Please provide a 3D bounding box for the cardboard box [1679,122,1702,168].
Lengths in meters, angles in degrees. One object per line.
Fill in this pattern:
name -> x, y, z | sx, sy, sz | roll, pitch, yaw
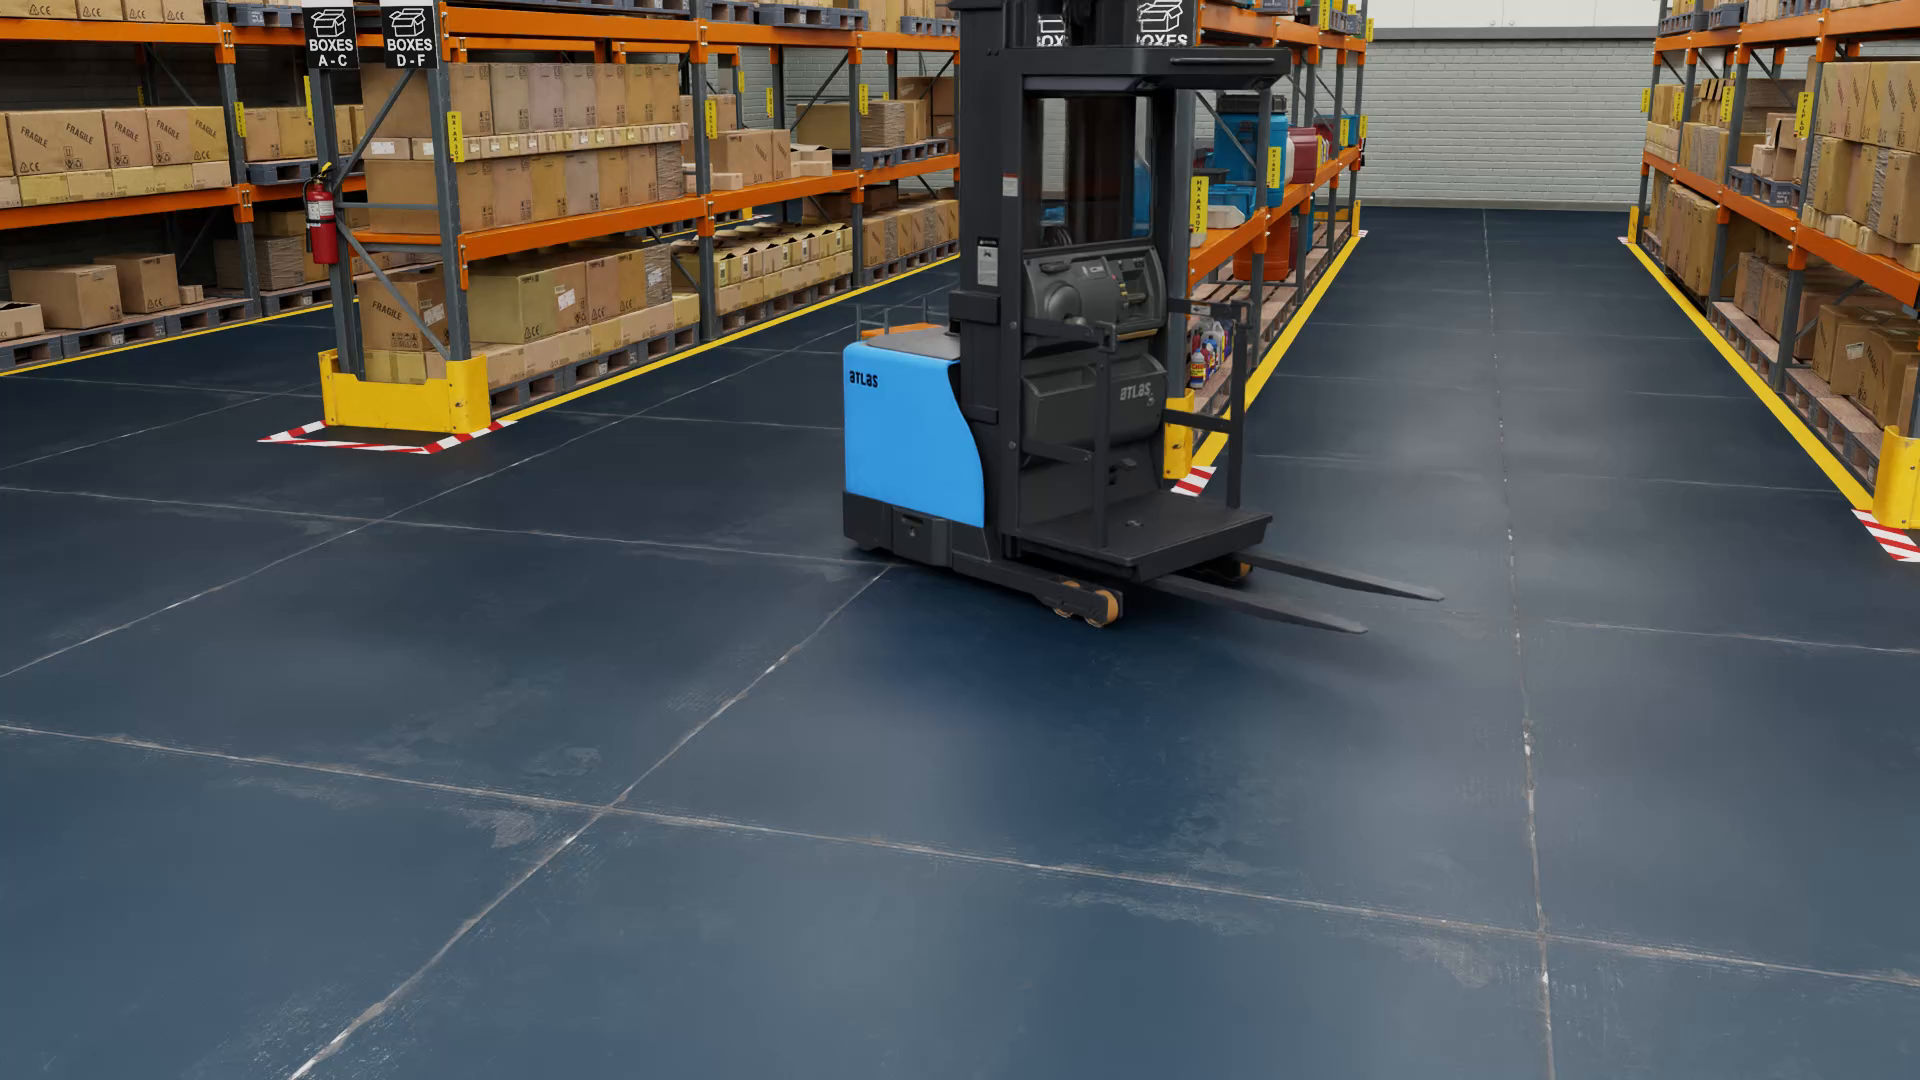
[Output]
cardboard box -> 8.664, -4.579, 19.293 | 0.500, 0.500, 0.500 | 5, 16, 16

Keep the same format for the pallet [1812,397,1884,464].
pallet -> 6.259, -0.699, 10.905 | 1.003, 0.211, 1.213 | 5, 16, 16

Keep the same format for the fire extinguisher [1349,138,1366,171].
fire extinguisher -> 5.901, -5.850, 24.782 | 0.296, 0.674, 0.183 | 5, 16, 16

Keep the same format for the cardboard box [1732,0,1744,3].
cardboard box -> 8.163, -5.676, 16.895 | 0.500, 0.500, 0.500 | 6, 17, 19

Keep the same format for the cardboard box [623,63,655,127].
cardboard box -> -2.998, -3.731, 13.927 | 0.700, 0.500, 0.500 | 5, 16, 16

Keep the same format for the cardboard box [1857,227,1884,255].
cardboard box -> 5.833, -1.863, 10.359 | 0.380, 0.149, 0.250 | 5, 16, 16

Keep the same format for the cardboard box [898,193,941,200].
cardboard box -> -0.572, -4.581, 23.258 | 0.500, 0.500, 0.500 | 5, 16, 16

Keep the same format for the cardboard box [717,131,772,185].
cardboard box -> -2.210, -3.825, 16.633 | 0.500, 0.500, 0.500 | 5, 16, 16

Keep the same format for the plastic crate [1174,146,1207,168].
plastic crate -> 1.856, -3.104, 14.159 | 0.402, 0.464, 0.583 | 5, 16, 16

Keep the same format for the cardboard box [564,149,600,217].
cardboard box -> -3.290, -2.836, 13.148 | 0.700, 0.500, 0.500 | 5, 17, 18

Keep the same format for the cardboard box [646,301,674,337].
cardboard box -> -2.810, -1.919, 14.367 | 0.500, 0.250, 0.500 | 5, 16, 16

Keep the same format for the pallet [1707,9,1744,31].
pallet -> 8.345, -5.403, 17.230 | 1.003, 0.211, 1.213 | 5, 17, 18

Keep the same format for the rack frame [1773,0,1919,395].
rack frame -> 6.761, -2.539, 12.283 | 1.000, 3.000, 0.127 | 5, 16, 16

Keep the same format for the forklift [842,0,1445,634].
forklift -> 0.786, -1.179, 7.614 | 1.130, 2.935, 3.031 | -15, 22, -43

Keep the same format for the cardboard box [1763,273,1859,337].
cardboard box -> 7.268, -1.977, 14.076 | 0.700, 0.500, 0.500 | 3, 16, 11

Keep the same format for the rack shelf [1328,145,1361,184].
rack shelf -> 4.854, -5.193, 22.959 | 1.077, 0.370, 4.000 | 5, 16, 16

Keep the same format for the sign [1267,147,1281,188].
sign -> 2.537, -3.010, 13.439 | 0.100, 0.325, 0.005 | 5, 16, 16

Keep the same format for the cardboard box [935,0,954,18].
cardboard box -> -0.086, -7.120, 22.298 | 0.500, 0.250, 0.500 | 5, 16, 16

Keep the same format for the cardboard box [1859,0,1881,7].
cardboard box -> 6.091, -3.544, 10.604 | 0.500, 0.250, 0.500 | 4, 16, 14

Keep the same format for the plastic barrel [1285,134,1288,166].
plastic barrel -> 2.826, -3.527, 15.517 | 0.433, 0.535, 0.433 | 0, 16, 0

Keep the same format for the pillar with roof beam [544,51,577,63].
pillar with roof beam -> -1.716, -8.587, 22.611 | 9.100, 9.000, 0.400 | 5, 16, 16

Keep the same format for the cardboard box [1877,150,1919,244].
cardboard box -> 5.834, -1.965, 9.533 | 0.875, 0.500, 0.500 | 5, 16, 16

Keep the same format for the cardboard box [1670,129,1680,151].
cardboard box -> 8.908, -4.839, 20.121 | 0.500, 0.250, 0.500 | 4, 16, 15

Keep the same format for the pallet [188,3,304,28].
pallet -> -7.209, -5.197, 16.502 | 1.213, 0.211, 1.003 | 5, 16, 16

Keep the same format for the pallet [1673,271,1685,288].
pallet -> 8.887, -3.083, 19.310 | 1.003, 0.211, 1.213 | 5, 16, 16

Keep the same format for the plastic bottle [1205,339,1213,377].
plastic bottle -> 1.815, -1.341, 12.256 | 0.097, 0.271, 0.097 | 0, 16, 0

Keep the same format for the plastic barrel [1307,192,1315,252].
plastic barrel -> 4.115, -4.067, 20.748 | 0.600, 0.901, 0.708 | 5, 16, 16

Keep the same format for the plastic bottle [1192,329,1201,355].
plastic bottle -> 1.807, -1.468, 12.680 | 0.061, 0.283, 0.133 | 5, 16, 16

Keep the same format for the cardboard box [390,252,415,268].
cardboard box -> -6.762, -3.429, 19.195 | 0.700, 0.500, 0.500 | 5, 16, 16

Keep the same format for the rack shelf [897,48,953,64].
rack shelf -> 0.106, -7.021, 23.908 | 1.077, 0.370, 4.000 | 5, 16, 16

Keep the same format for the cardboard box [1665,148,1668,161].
cardboard box -> 9.026, -4.818, 20.779 | 0.380, 0.149, 0.250 | 5, 17, 17

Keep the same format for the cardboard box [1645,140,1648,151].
cardboard box -> 9.754, -5.490, 23.149 | 0.380, 0.149, 0.250 | 5, 17, 17

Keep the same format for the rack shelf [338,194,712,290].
rack shelf -> -3.304, -2.439, 13.248 | 1.077, 0.370, 4.000 | 5, 16, 16

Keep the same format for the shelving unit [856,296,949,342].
shelving unit -> -0.287, -0.695, 9.080 | 0.503, 1.200, 0.258 | -15, 22, -43

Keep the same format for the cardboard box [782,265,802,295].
cardboard box -> -1.947, -2.676, 17.036 | 0.500, 0.250, 0.500 | 5, 17, 17

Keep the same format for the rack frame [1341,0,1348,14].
rack frame -> 4.286, -7.902, 20.198 | 1.000, 3.000, 0.127 | 5, 16, 16

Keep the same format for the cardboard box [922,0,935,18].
cardboard box -> -0.676, -7.016, 21.436 | 0.600, 0.600, 0.600 | 3, 16, 11

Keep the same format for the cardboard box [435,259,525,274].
cardboard box -> -3.735, -1.928, 13.023 | 0.500, 0.500, 0.500 | 5, 16, 16

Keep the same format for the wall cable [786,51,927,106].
wall cable -> -2.126, -9.675, 32.139 | 3.097, 2.526, 0.112 | 5, 16, 16

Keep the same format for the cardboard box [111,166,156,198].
cardboard box -> -7.608, -3.219, 14.918 | 0.500, 0.250, 0.500 | 5, 16, 16

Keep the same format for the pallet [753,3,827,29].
pallet -> -2.021, -5.229, 16.618 | 1.003, 0.211, 1.213 | 5, 17, 18

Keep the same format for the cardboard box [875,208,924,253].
cardboard box -> -0.762, -3.866, 20.736 | 0.500, 0.500, 0.500 | 4, 16, 14

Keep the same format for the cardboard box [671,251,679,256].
cardboard box -> -2.896, -2.585, 15.688 | 0.500, 0.311, 0.500 | 5, 16, 16

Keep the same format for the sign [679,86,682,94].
sign -> -4.607, -7.330, 27.443 | 0.100, 0.325, 0.005 | 5, 16, 16

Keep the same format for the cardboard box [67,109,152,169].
cardboard box -> -7.614, -3.580, 14.817 | 0.500, 0.500, 0.500 | 4, 16, 14

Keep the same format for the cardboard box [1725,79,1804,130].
cardboard box -> 8.309, -4.476, 17.092 | 0.797, 0.503, 0.637 | 5, 17, 17

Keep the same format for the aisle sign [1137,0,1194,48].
aisle sign -> 1.136, -3.085, 9.446 | 0.394, 0.787, 0.004 | 5, 16, 16

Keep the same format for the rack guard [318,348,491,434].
rack guard -> -3.879, -1.053, 11.624 | 1.175, 0.500, 0.348 | 5, 16, 16

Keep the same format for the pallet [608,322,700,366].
pallet -> -3.002, -1.762, 14.653 | 1.003, 0.211, 1.213 | 5, 16, 16

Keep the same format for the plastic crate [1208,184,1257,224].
plastic crate -> 1.958, -2.541, 12.562 | 0.499, 0.251, 0.616 | 5, 16, 16

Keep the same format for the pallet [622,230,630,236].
pallet -> -5.360, -4.235, 23.373 | 1.003, 0.211, 1.213 | 5, 16, 16

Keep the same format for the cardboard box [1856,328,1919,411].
cardboard box -> 6.352, -1.118, 11.084 | 0.500, 0.500, 0.500 | 3, 16, 11

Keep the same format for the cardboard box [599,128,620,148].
cardboard box -> -2.970, -3.248, 13.413 | 0.380, 0.149, 0.250 | 5, 17, 17

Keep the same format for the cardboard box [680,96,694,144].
cardboard box -> -4.633, -6.451, 25.525 | 0.980, 0.700, 0.700 | 4, 16, 13
